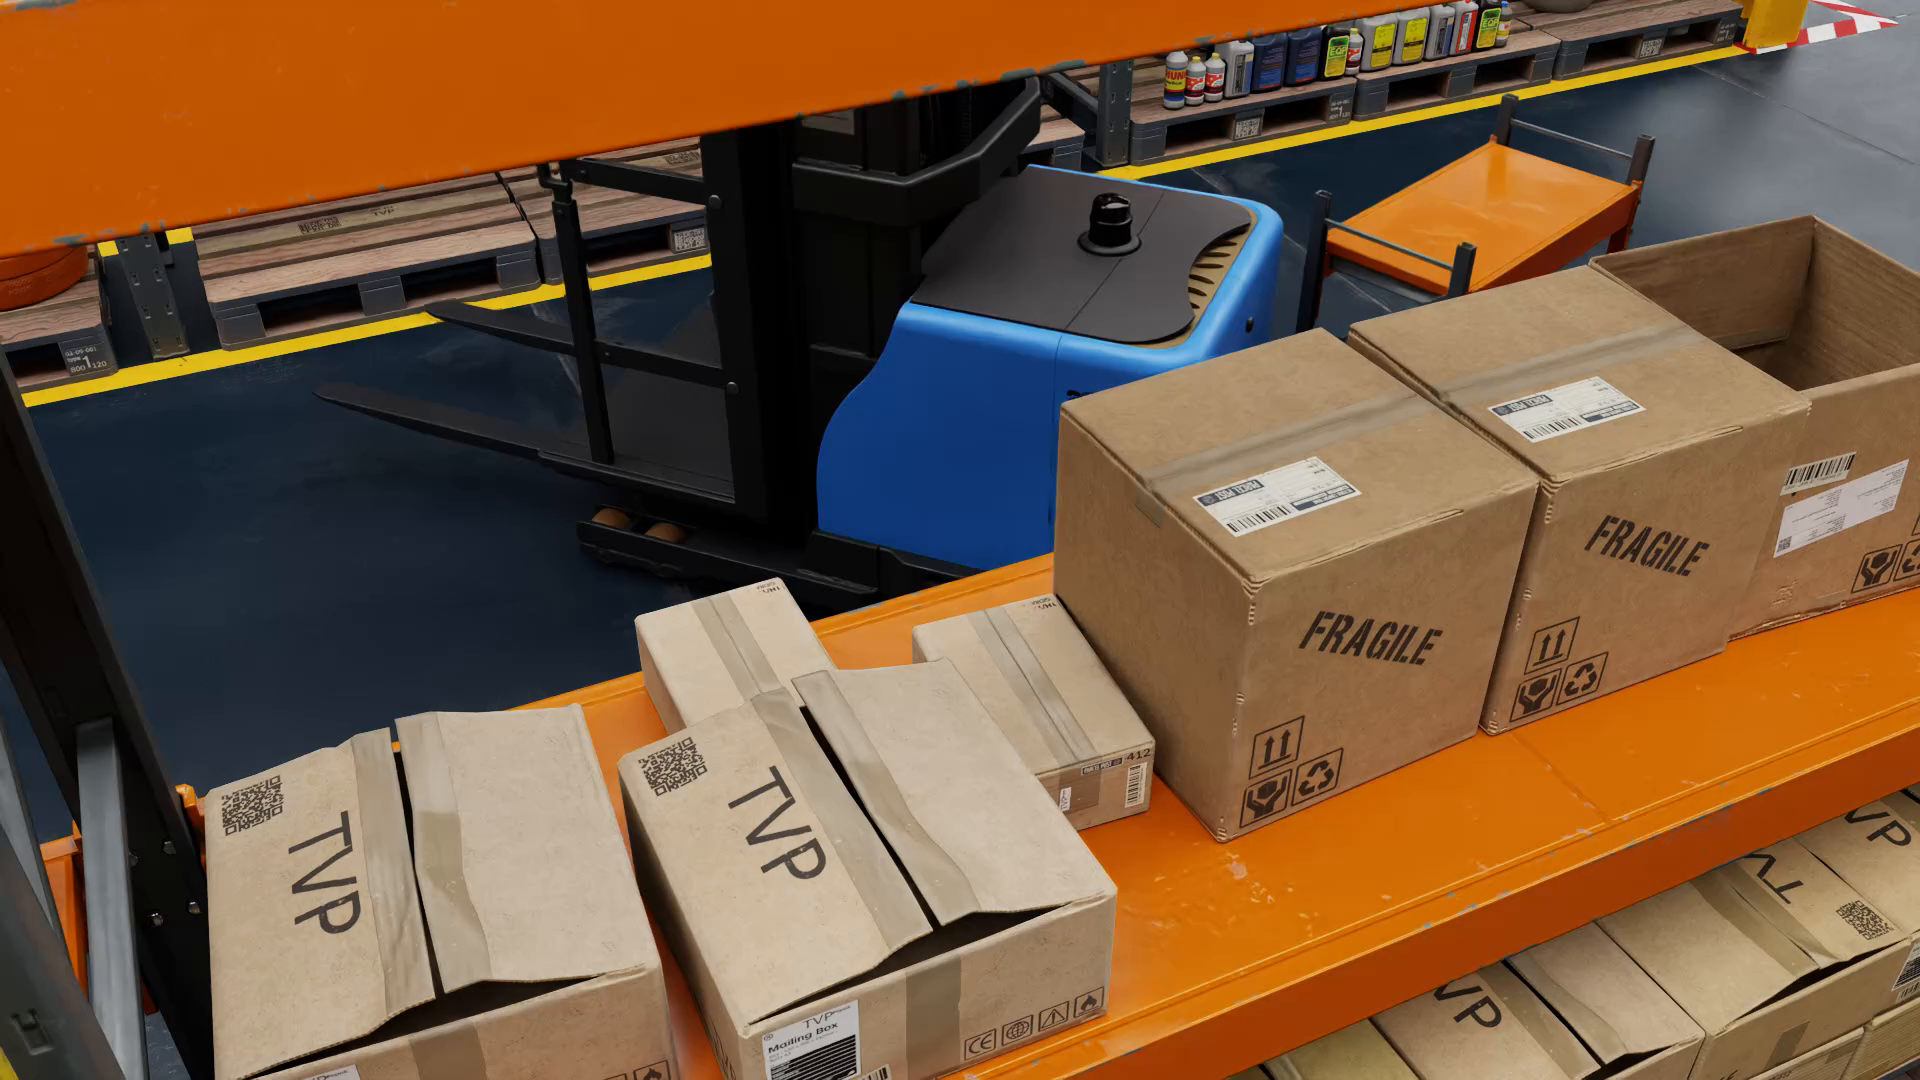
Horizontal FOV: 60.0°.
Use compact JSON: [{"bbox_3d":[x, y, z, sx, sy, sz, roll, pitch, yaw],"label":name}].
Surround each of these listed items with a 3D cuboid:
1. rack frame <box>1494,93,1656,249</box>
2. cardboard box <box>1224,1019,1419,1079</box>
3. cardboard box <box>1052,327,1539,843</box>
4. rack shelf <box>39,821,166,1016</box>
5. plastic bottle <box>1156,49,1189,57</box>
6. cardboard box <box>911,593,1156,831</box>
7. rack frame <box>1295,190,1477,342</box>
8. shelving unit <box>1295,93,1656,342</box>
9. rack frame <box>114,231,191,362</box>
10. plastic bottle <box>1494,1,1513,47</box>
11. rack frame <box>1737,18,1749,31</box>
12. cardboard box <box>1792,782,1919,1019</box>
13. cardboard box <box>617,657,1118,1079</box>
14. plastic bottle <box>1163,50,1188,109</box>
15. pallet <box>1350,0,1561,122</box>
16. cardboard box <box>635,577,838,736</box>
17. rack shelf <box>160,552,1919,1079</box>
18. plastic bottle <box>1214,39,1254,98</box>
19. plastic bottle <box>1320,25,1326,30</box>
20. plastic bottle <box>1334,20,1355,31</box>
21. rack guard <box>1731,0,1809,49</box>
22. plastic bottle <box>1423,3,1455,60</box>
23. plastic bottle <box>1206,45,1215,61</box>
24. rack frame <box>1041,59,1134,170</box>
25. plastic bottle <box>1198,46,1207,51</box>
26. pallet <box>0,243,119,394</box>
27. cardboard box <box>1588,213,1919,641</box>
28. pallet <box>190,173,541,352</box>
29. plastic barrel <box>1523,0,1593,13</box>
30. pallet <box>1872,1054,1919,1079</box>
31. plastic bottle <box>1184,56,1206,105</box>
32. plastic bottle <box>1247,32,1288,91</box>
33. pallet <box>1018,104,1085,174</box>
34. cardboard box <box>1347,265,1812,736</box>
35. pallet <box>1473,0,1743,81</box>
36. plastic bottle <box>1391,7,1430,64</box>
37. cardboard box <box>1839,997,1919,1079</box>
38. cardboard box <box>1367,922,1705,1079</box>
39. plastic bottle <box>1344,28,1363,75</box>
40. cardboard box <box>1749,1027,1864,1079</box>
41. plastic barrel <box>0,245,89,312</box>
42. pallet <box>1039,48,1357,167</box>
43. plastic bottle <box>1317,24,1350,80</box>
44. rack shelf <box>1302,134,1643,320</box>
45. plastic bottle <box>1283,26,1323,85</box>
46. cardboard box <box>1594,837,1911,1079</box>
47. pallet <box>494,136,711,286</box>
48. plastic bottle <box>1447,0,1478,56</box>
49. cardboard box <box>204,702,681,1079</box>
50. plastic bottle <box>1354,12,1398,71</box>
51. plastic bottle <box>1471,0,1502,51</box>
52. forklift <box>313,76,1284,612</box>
[{"bbox_3d":[1.902,-0.856,5.459,0.500,1.125,0.032,31,46,34],"label":"rack frame"},{"bbox_3d":[0.507,0.996,2.874,0.500,0.311,0.500,-17,40,-21],"label":"cardboard box"},{"bbox_3d":[0.486,0.052,2.579,0.500,0.500,0.500,-18,40,-22],"label":"cardboard box"},{"bbox_3d":[-2.837,1.320,1.556,4.000,0.370,1.077,-16,39,-20],"label":"rack shelf"},{"bbox_3d":[1.016,-2.513,7.974,0.185,0.351,0.144,-16,39,-20],"label":"plastic bottle"},{"bbox_3d":[0.104,0.273,2.575,0.250,0.149,0.380,-13,38,-17],"label":"cardboard box"},{"bbox_3d":[1.185,-0.426,4.880,0.500,1.125,0.032,31,46,34],"label":"rack frame"},{"bbox_3d":[1.543,-0.641,5.170,0.538,1.125,1.048,31,46,34],"label":"shelving unit"},{"bbox_3d":[-3.127,-2.147,5.627,0.127,3.000,1.000,-16,39,-20],"label":"rack frame"},{"bbox_3d":[2.638,-2.523,8.114,0.097,0.201,0.097,0,37,0],"label":"plastic bottle"},{"bbox_3d":[4.115,-4.172,8.357,0.127,3.000,1.000,-16,39,-20],"label":"rack frame"},{"bbox_3d":[1.882,0.615,3.387,0.500,0.311,0.500,-15,39,-19],"label":"cardboard box"},{"bbox_3d":[-0.134,0.439,2.215,0.500,0.311,0.500,-16,39,-20],"label":"cardboard box"},{"bbox_3d":[0.968,-2.085,7.464,0.097,0.271,0.097,0,37,0],"label":"plastic bottle"},{"bbox_3d":[2.225,-2.498,8.441,1.213,0.211,1.003,-16,39,-20],"label":"pallet"},{"bbox_3d":[-0.329,0.249,2.607,0.250,0.149,0.380,-16,39,-20],"label":"cardboard box"},{"bbox_3d":[0.784,0.308,2.921,4.000,0.370,1.077,-16,39,-20],"label":"rack shelf"},{"bbox_3d":[1.249,-2.183,7.592,0.135,0.276,0.152,-14,39,-18],"label":"plastic bottle"},{"bbox_3d":[1.689,-2.326,7.789,0.097,0.271,0.097,0,37,0],"label":"plastic bottle"},{"bbox_3d":[1.871,-2.452,7.955,0.135,0.276,0.152,-16,39,-20],"label":"plastic bottle"},{"bbox_3d":[4.066,-3.123,9.041,0.348,0.500,1.175,-16,39,-20],"label":"rack guard"},{"bbox_3d":[2.273,-2.469,7.978,0.135,0.276,0.152,-17,40,-21],"label":"plastic bottle"},{"bbox_3d":[1.204,-2.243,7.667,0.133,0.283,0.061,-16,39,-20],"label":"plastic bottle"},{"bbox_3d":[0.494,-3.159,6.992,0.127,3.000,1.000,-16,39,-20],"label":"rack frame"},{"bbox_3d":[1.214,-2.536,8.068,0.135,0.276,0.152,-16,39,-20],"label":"plastic bottle"},{"bbox_3d":[-3.823,-0.805,6.158,1.213,0.211,1.003,-16,39,-20],"label":"pallet"},{"bbox_3d":[1.416,-0.209,2.929,0.500,0.500,0.500,-13,38,-17],"label":"cardboard box"},{"bbox_3d":[-2.409,-1.202,6.694,1.213,0.211,1.003,-16,39,-20],"label":"pallet"},{"bbox_3d":[3.098,-3.007,8.522,0.421,0.512,0.421,0,37,0],"label":"plastic barrel"},{"bbox_3d":[1.945,0.840,3.940,1.213,0.211,1.003,-16,39,-20],"label":"pallet"},{"bbox_3d":[1.060,-2.082,7.519,0.097,0.201,0.097,0,37,0],"label":"plastic bottle"},{"bbox_3d":[1.401,-2.253,7.624,0.185,0.351,0.144,-15,39,-19],"label":"plastic bottle"},{"bbox_3d":[-0.201,-1.820,7.526,1.213,0.211,1.003,-16,39,-20],"label":"pallet"},{"bbox_3d":[0.963,-0.082,2.758,0.500,0.500,0.500,-16,39,-20],"label":"cardboard box"},{"bbox_3d":[3.328,-2.805,8.854,1.213,0.211,1.003,-16,39,-20],"label":"pallet"},{"bbox_3d":[2.125,-2.455,7.897,0.185,0.351,0.144,-14,39,-18],"label":"plastic bottle"},{"bbox_3d":[1.884,0.837,3.559,0.500,0.250,0.500,-16,40,-21],"label":"cardboard box"},{"bbox_3d":[0.973,0.866,3.050,0.500,0.311,0.500,-16,39,-21],"label":"cardboard box"},{"bbox_3d":[1.838,-2.300,7.812,0.097,0.201,0.097,0,37,0],"label":"plastic bottle"},{"bbox_3d":[1.421,0.967,3.385,0.500,0.250,0.500,-15,39,-19],"label":"cardboard box"},{"bbox_3d":[-3.563,-1.311,5.969,0.708,0.830,0.600,-16,39,-20],"label":"plastic barrel"},{"bbox_3d":[1.119,-2.187,8.021,1.213,0.211,1.003,-16,39,-20],"label":"pallet"},{"bbox_3d":[1.739,-2.293,7.734,0.133,0.283,0.061,-14,39,-18],"label":"plastic bottle"},{"bbox_3d":[1.543,-0.876,4.996,0.538,0.278,1.000,31,46,34],"label":"rack shelf"},{"bbox_3d":[1.572,-2.301,7.688,0.185,0.351,0.144,-17,40,-22],"label":"plastic bottle"},{"bbox_3d":[1.429,0.740,3.219,0.500,0.311,0.500,-16,39,-20],"label":"cardboard box"},{"bbox_3d":[-1.307,-1.509,7.107,1.213,0.211,1.003,-16,39,-20],"label":"pallet"},{"bbox_3d":[2.399,-2.504,8.026,0.135,0.276,0.152,-15,39,-20],"label":"plastic bottle"},{"bbox_3d":[-0.678,0.492,2.143,0.500,0.311,0.500,-13,39,-17],"label":"cardboard box"},{"bbox_3d":[1.956,-2.408,7.833,0.185,0.351,0.144,-16,39,-20],"label":"plastic bottle"},{"bbox_3d":[2.540,-2.517,8.036,0.133,0.283,0.061,-15,39,-19],"label":"plastic bottle"},{"bbox_3d":[-0.633,-1.339,4.595,3.031,2.935,1.130,14,39,18],"label":"forklift"}]
